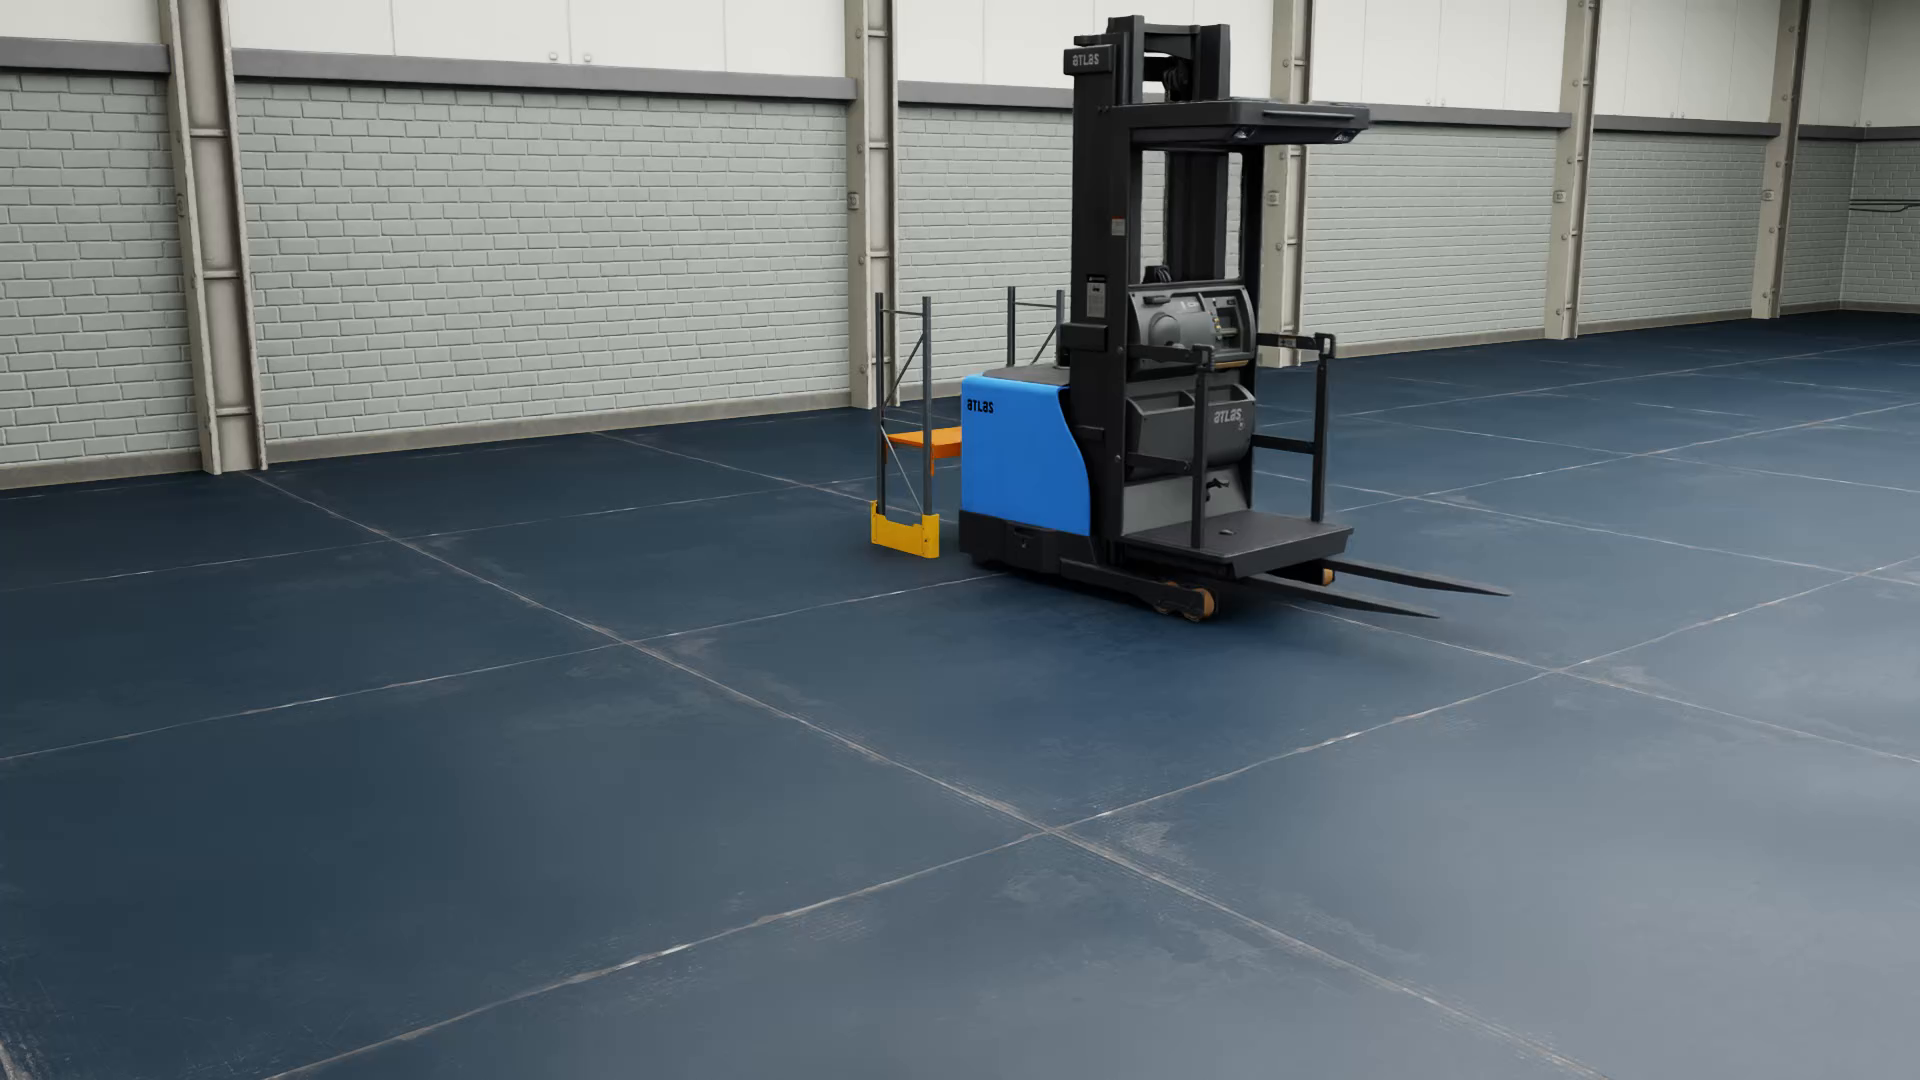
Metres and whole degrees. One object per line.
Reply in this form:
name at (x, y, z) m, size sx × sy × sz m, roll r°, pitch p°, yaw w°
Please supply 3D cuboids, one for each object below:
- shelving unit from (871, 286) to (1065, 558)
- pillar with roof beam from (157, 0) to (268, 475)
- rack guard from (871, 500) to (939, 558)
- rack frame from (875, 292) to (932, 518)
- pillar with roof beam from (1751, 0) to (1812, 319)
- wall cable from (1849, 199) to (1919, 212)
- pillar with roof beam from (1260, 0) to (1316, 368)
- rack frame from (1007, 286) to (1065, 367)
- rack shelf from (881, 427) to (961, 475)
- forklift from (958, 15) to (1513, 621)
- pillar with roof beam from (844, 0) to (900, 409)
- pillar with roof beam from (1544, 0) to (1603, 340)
shelving unit at (0.060, -0.744, 10.020) m, size 1.083 × 1.500 × 0.587 m, roll -9°, pitch 15°, yaw -38°
pillar with roof beam at (-2.830, -4.242, 8.442) m, size 0.400 × 9.000 × 9.100 m, roll -9°, pitch 15°, yaw -38°
rack guard at (-0.329, -0.068, 9.845) m, size 0.087 × 0.250 × 0.587 m, roll -9°, pitch 15°, yaw -38°
rack frame at (-0.330, -0.679, 9.714) m, size 0.032 × 1.500 × 0.500 m, roll -9°, pitch 15°, yaw -38°
pillar with roof beam at (15.910, -7.356, 23.108) m, size 0.400 × 9.000 × 9.100 m, roll -9°, pitch 15°, yaw -38°
wall cable at (16.347, -6.703, 27.509) m, size 0.112 × 2.526 × 3.097 m, roll -9°, pitch 15°, yaw -38°
pillar with roof beam at (6.540, -5.799, 15.775) m, size 0.400 × 9.000 × 9.100 m, roll -9°, pitch 15°, yaw -38°
rack frame at (0.464, -0.811, 10.336) m, size 0.032 × 1.500 × 0.500 m, roll -9°, pitch 15°, yaw -38°
rack shelf at (0.067, -0.569, 10.062) m, size 1.000 × 0.185 × 0.538 m, roll -9°, pitch 15°, yaw -38°
forklift at (1.356, -1.151, 8.491) m, size 1.130 × 2.935 × 3.031 m, roll -11°, pitch 16°, yaw -41°
pillar with roof beam at (1.855, -5.021, 12.108) m, size 0.400 × 9.000 × 9.100 m, roll -9°, pitch 15°, yaw -38°
pillar with roof beam at (11.225, -6.578, 19.441) m, size 0.400 × 9.000 × 9.100 m, roll -9°, pitch 15°, yaw -38°
